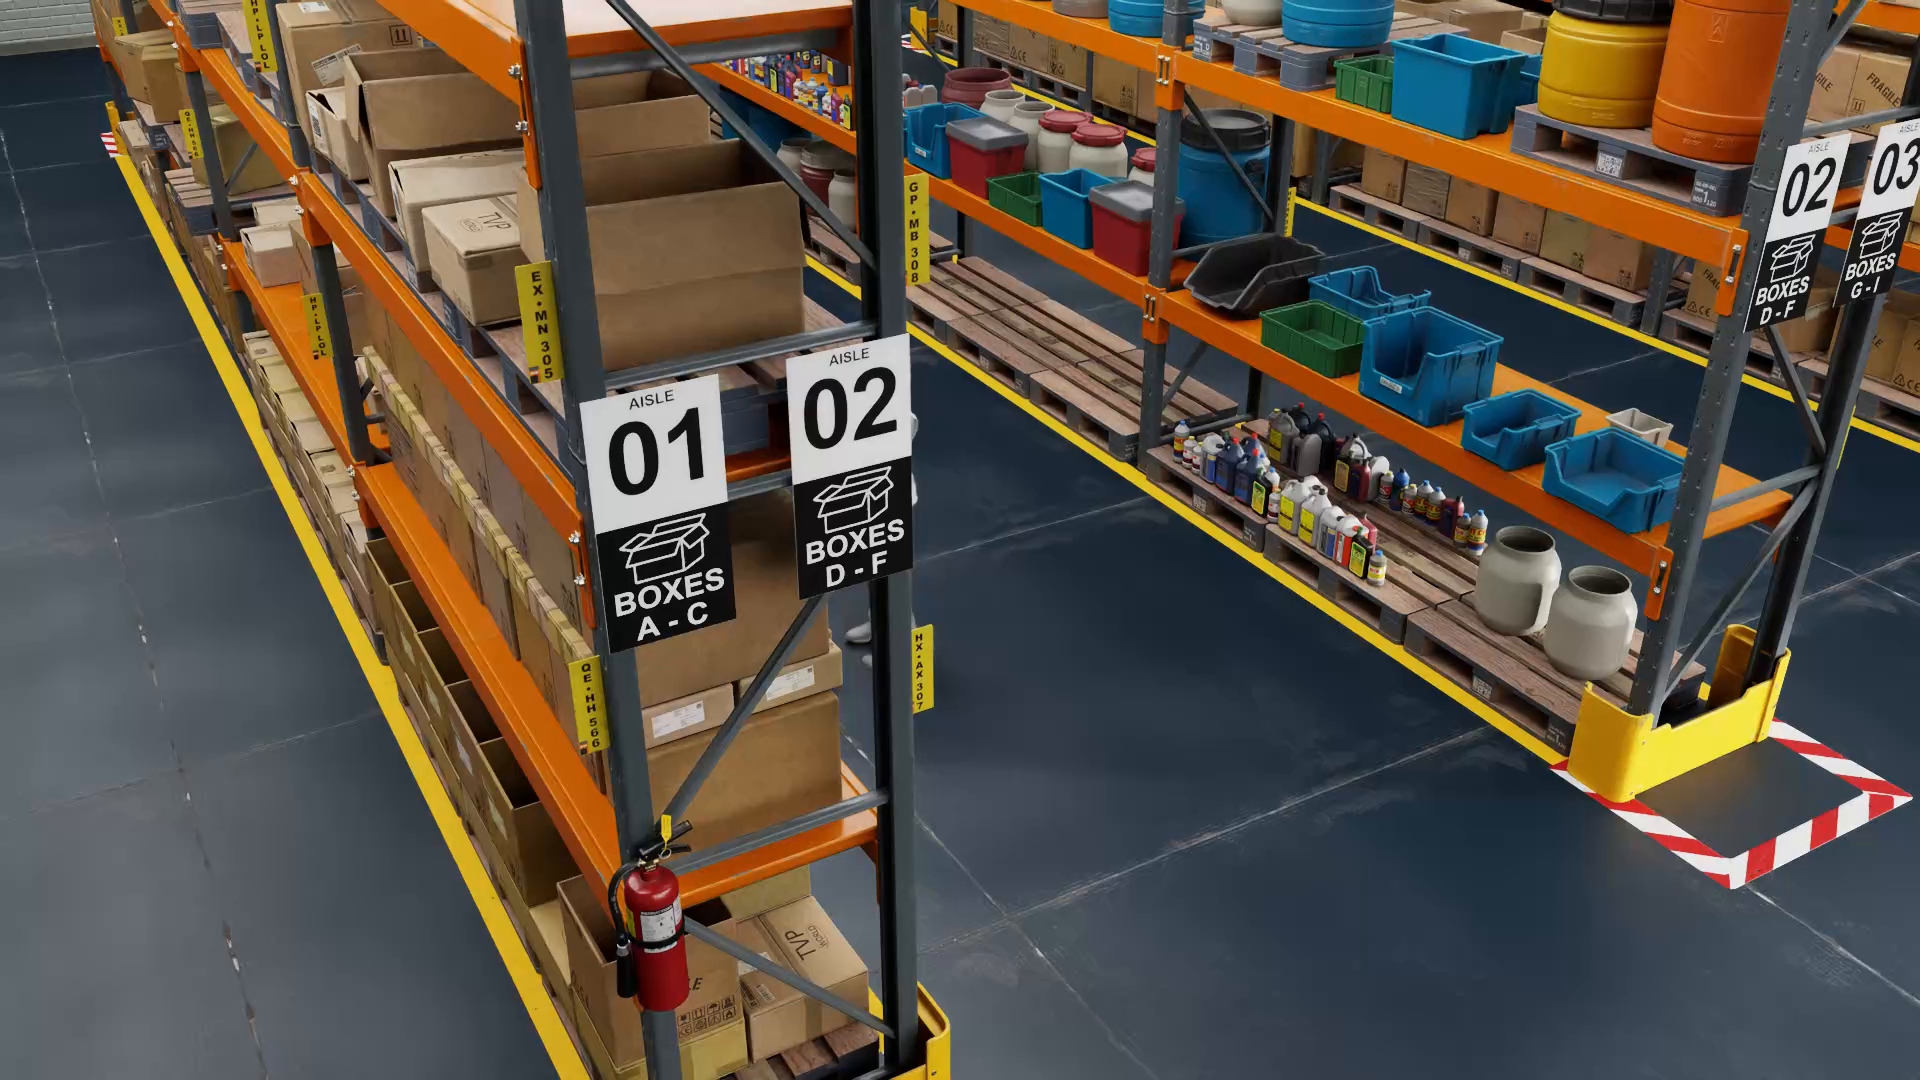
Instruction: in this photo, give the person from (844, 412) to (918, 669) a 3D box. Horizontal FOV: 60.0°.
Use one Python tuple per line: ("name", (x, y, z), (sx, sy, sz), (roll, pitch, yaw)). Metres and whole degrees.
("person", (-0.442, -0.200, 8.903), (0.385, 1.795, 0.596), (-11, 31, -20))
